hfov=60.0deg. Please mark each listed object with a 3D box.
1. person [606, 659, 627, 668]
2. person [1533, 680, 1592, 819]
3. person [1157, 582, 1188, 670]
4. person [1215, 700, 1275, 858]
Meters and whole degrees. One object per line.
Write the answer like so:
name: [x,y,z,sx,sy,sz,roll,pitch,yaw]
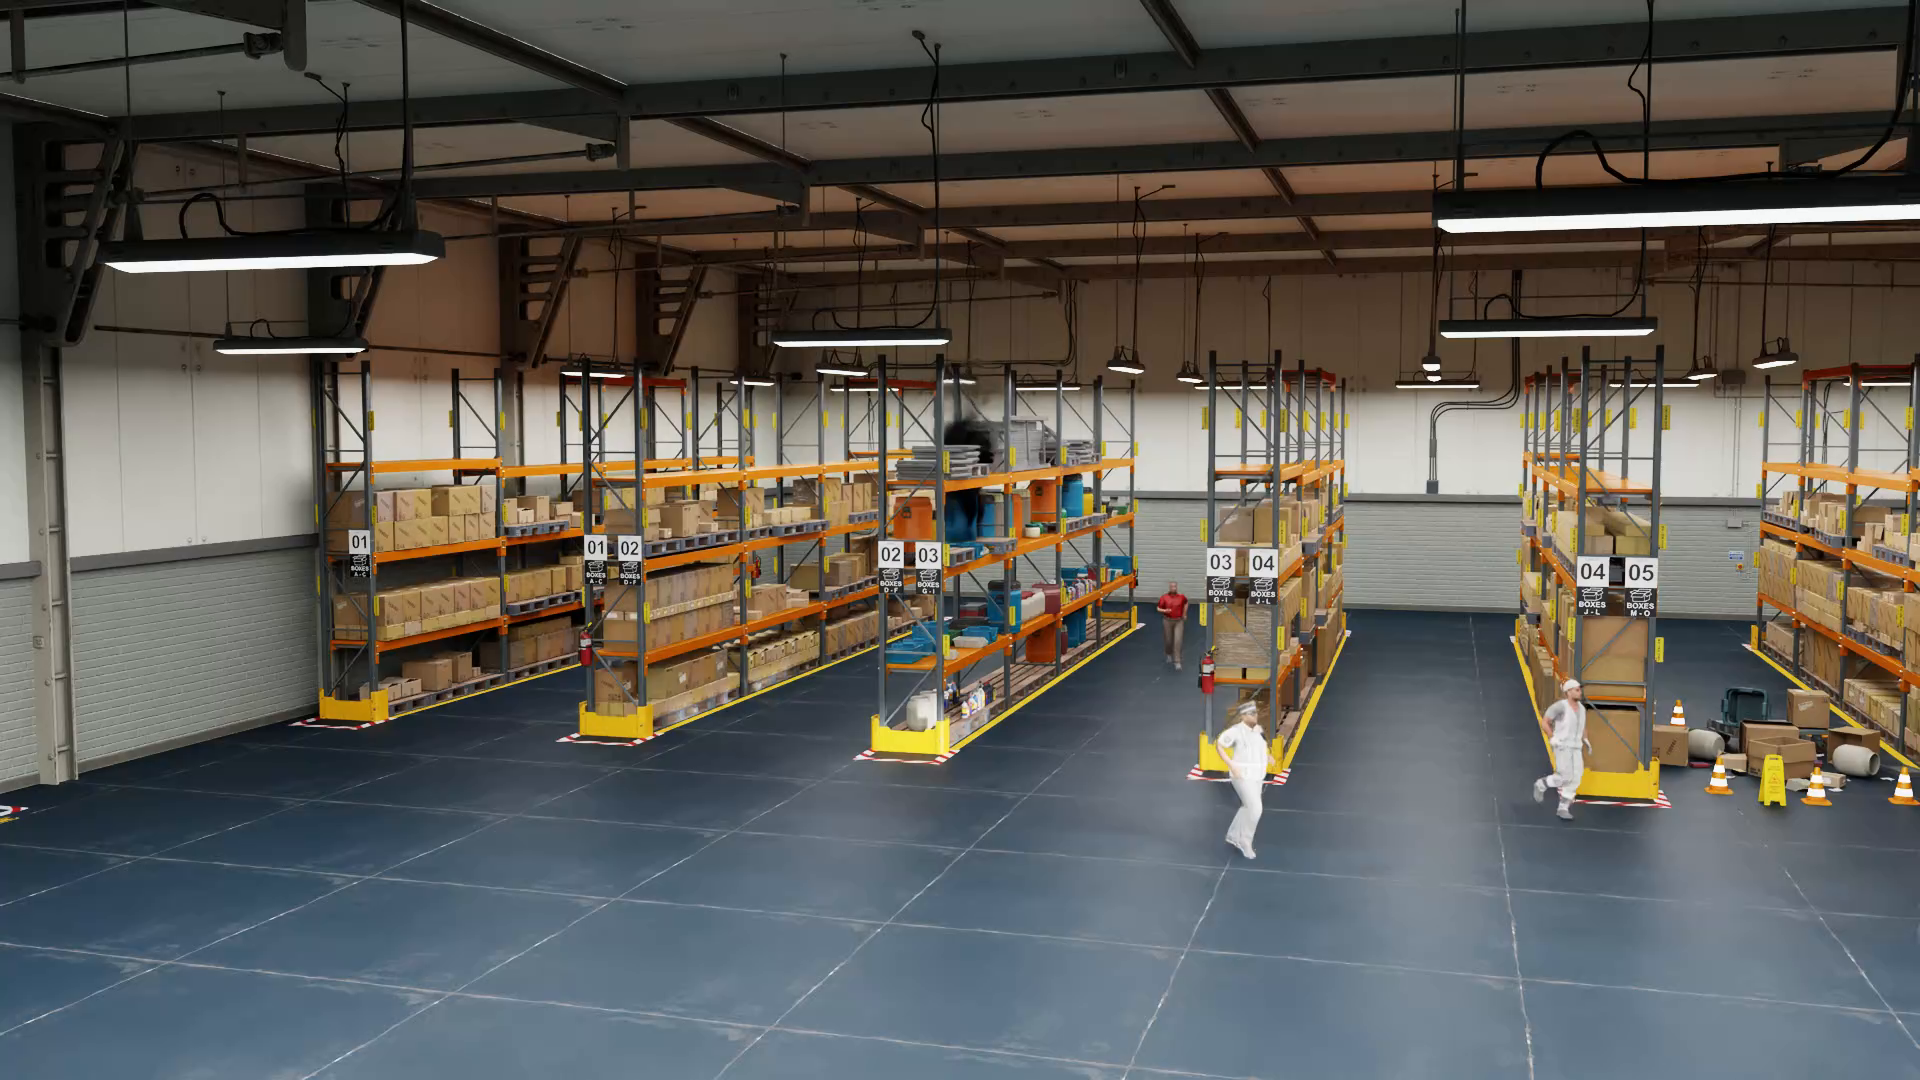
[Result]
person: [-6.340,1.962,30.824,0.576,1.744,0.732,0,4,4]
person: [7.737,2.634,21.140,0.704,1.715,0.690,-2,4,-24]
person: [4.319,1.705,33.711,0.659,1.720,0.966,0,4,2]
person: [3.331,2.772,19.219,0.671,1.858,0.650,4,6,44]
